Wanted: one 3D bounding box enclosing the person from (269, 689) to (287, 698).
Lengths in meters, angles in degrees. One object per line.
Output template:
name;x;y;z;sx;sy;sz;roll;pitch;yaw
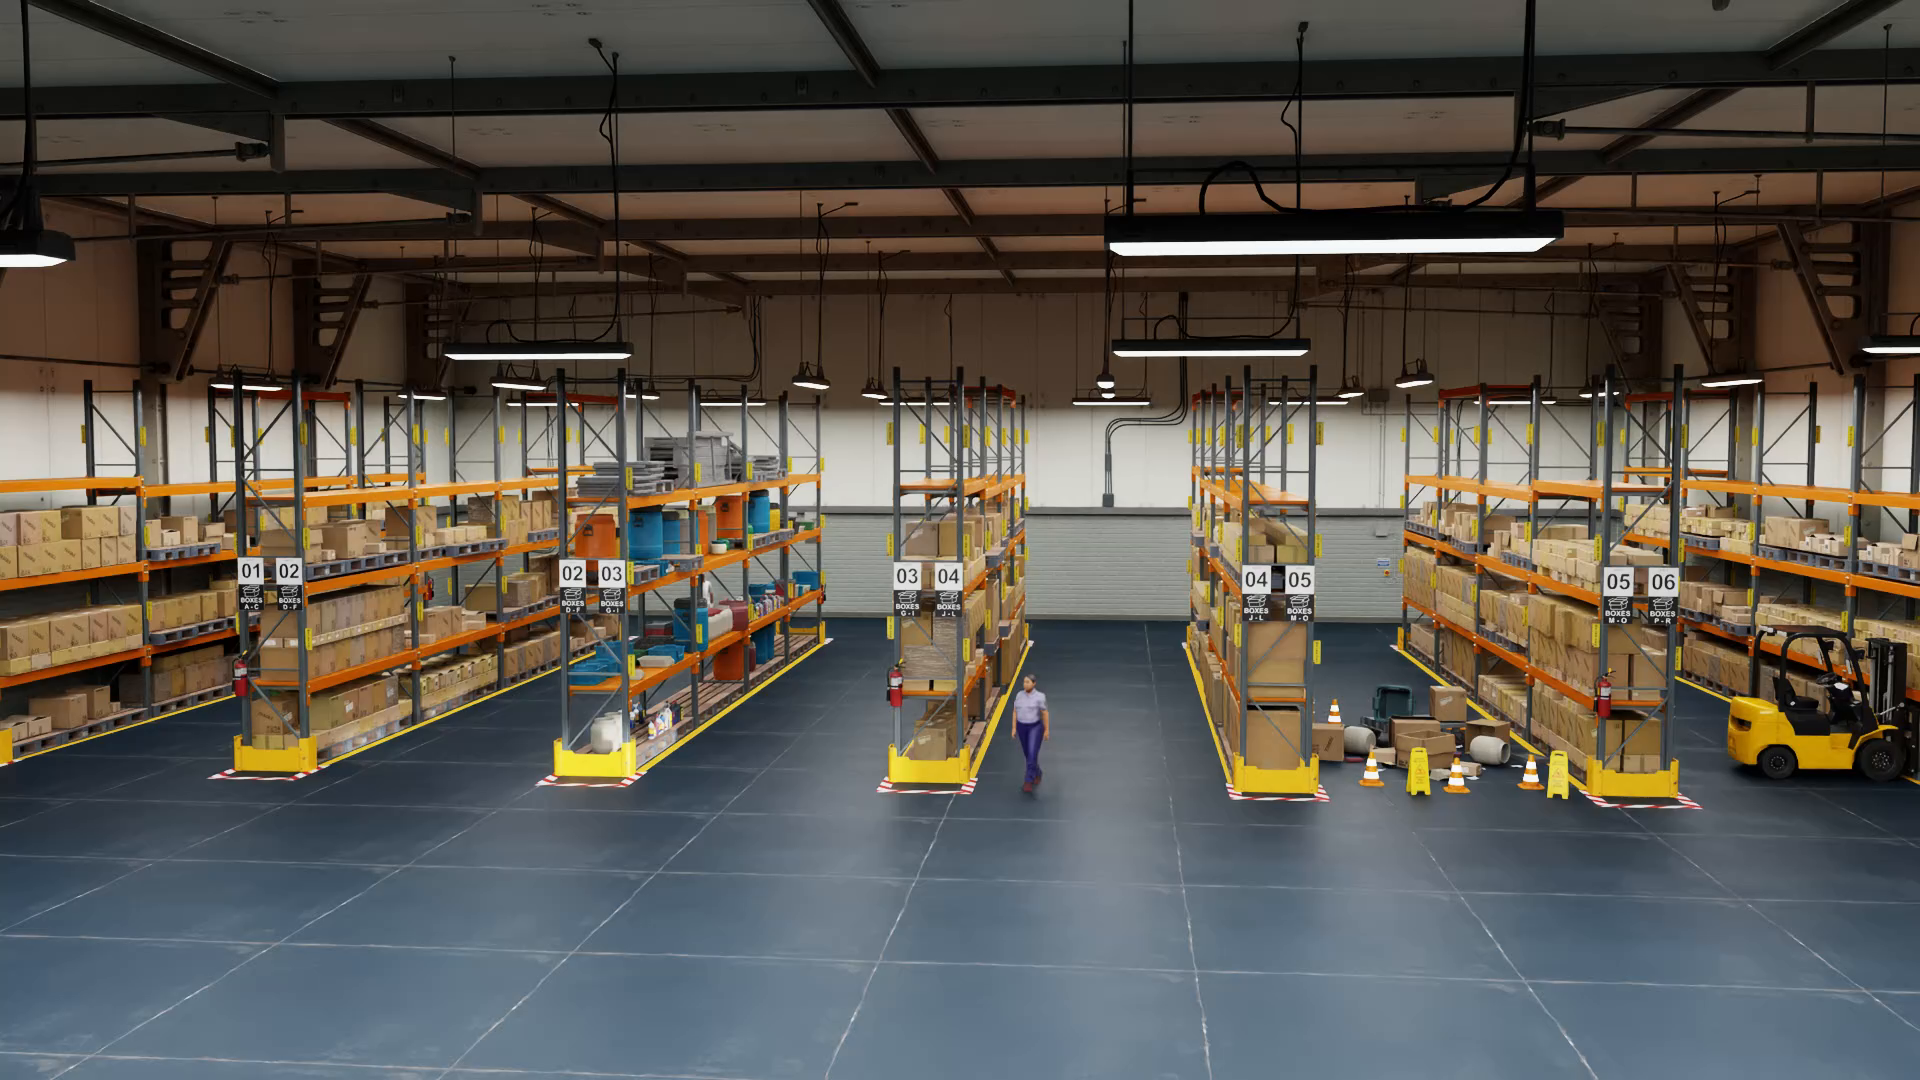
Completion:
person;-12.979;2.129;31.689;0.542;1.771;0.497;1;4;22

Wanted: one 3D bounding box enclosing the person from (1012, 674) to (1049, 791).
person;0.964;2.710;23.591;0.542;1.611;0.906;2;4;34

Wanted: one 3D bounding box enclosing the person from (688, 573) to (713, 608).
person;-6.357;1.594;40.621;0.556;1.722;1.069;1;4;8
